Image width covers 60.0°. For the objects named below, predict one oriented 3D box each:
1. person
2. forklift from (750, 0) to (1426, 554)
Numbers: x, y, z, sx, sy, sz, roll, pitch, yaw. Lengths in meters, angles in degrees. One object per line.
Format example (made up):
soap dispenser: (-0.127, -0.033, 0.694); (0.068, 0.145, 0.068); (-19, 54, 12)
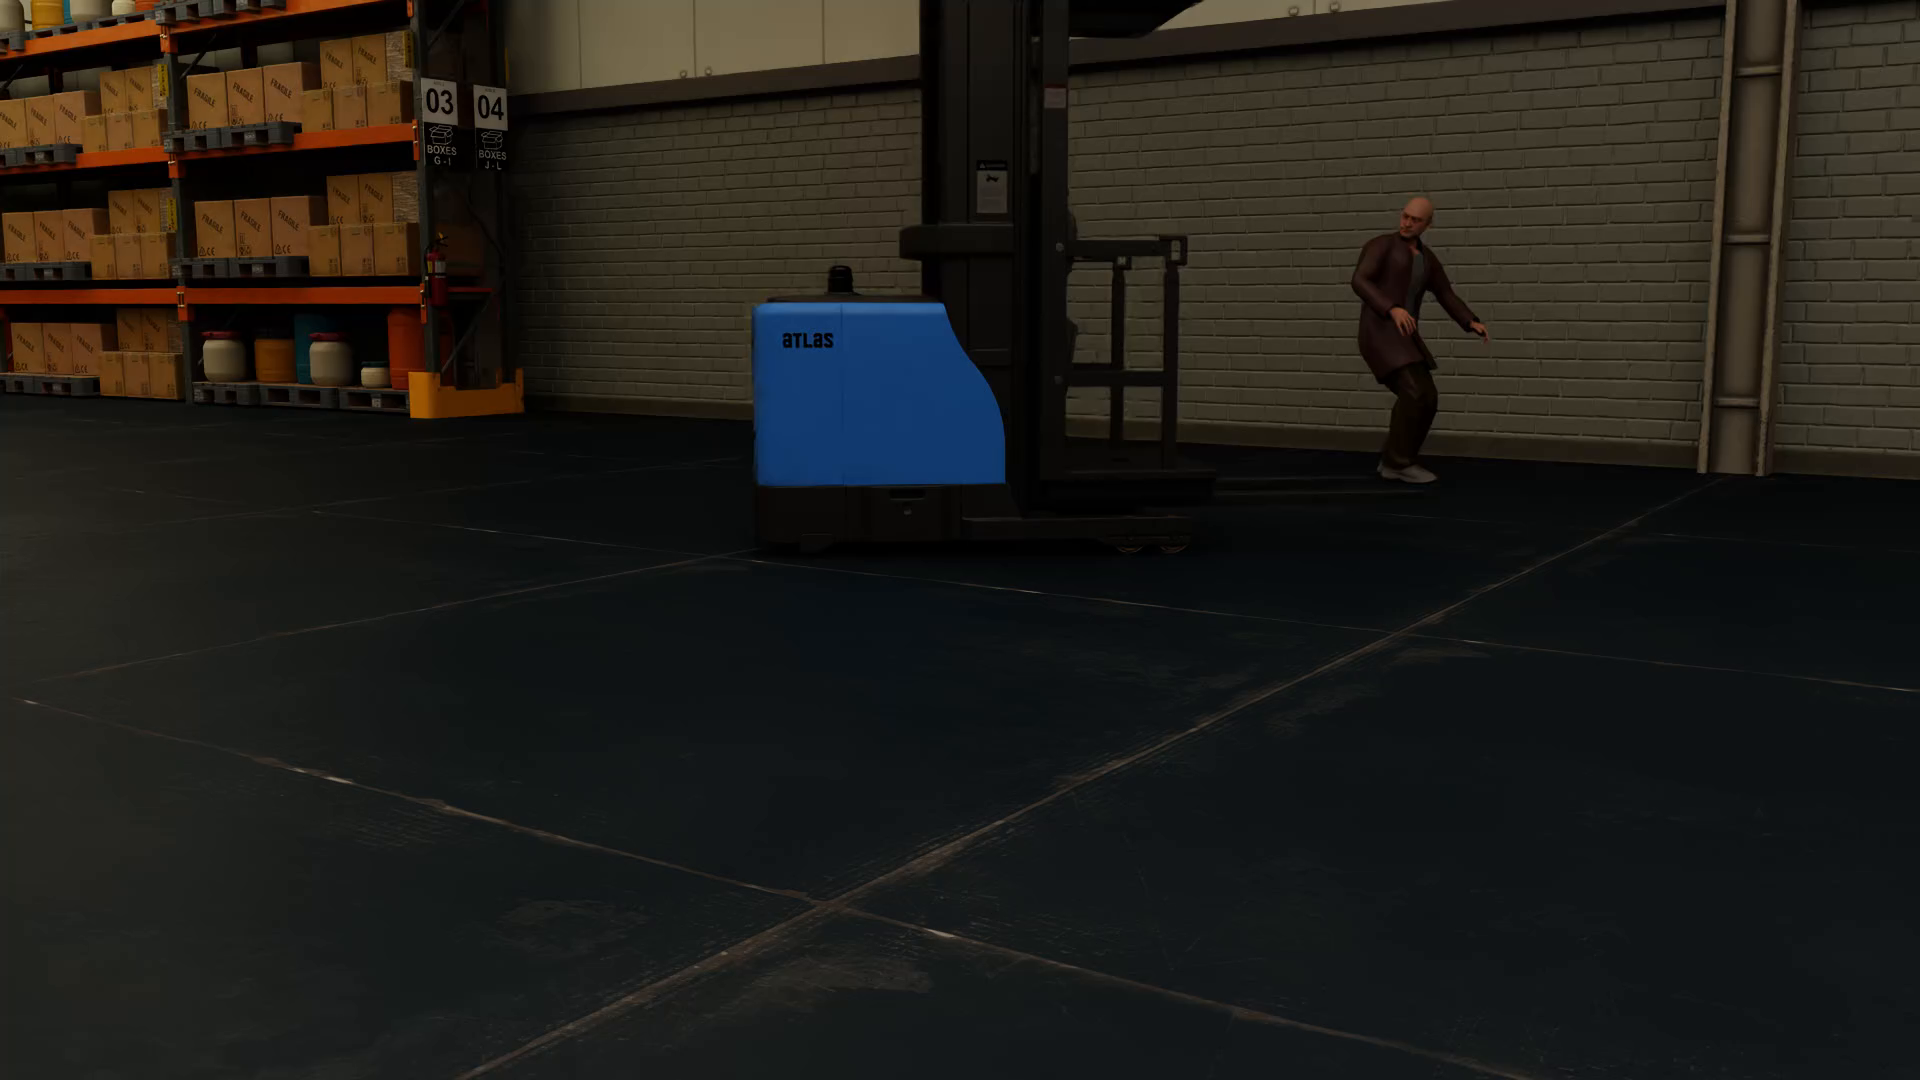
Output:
person: (2.762, -1.186, 10.035); (0.829, 1.737, 0.644); (-8, 11, -43)
forklift: (0.573, -1.465, 7.493); (3.031, 2.935, 1.130); (-1, 8, -8)
